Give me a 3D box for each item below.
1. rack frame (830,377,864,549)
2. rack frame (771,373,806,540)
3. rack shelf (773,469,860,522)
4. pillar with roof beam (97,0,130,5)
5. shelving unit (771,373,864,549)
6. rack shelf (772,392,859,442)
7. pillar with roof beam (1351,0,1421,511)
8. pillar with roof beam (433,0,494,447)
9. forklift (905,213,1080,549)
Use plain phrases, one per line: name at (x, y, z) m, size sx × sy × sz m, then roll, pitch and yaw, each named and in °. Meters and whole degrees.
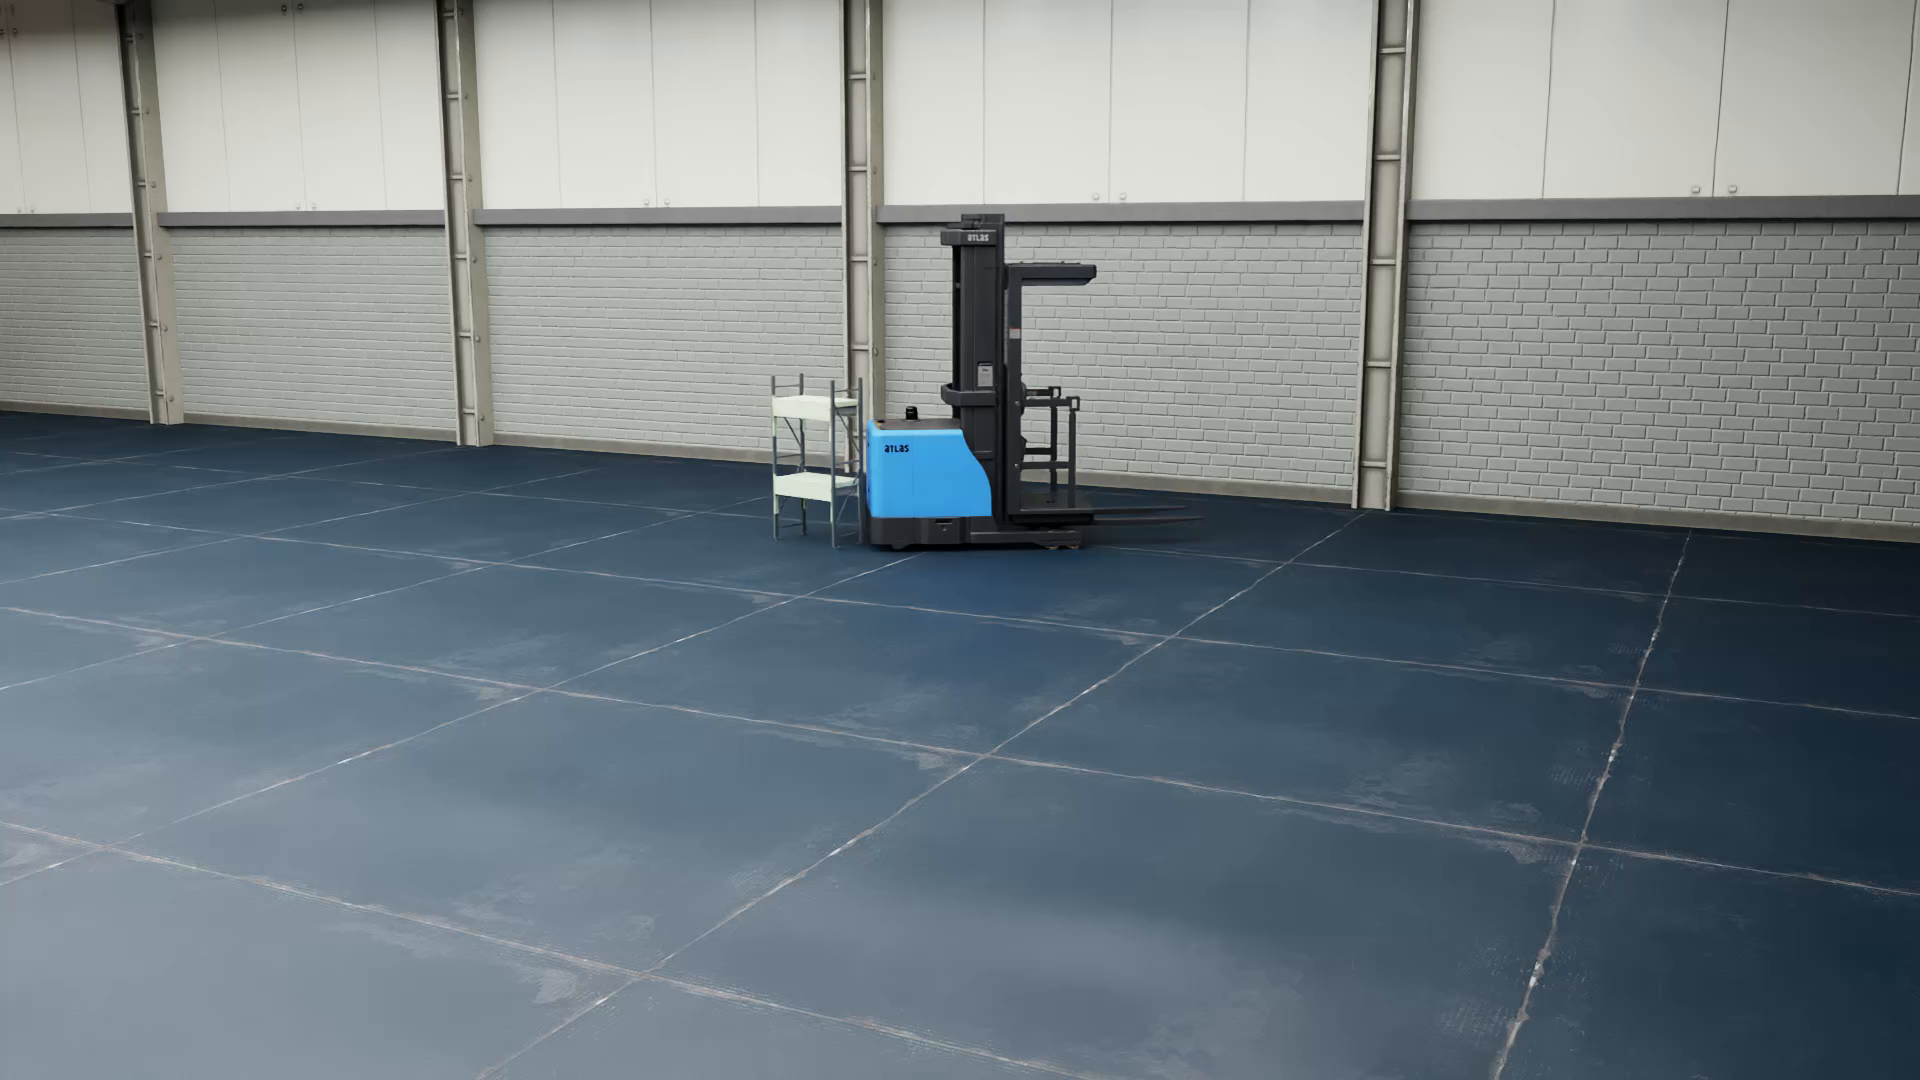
rack frame at (-1.005, -0.687, 14.833) m, size 0.023 × 1.500 × 0.400 m, roll 8°, pitch 13°, yaw 38°
rack frame at (-1.574, -0.769, 15.286) m, size 0.023 × 1.500 × 0.400 m, roll 8°, pitch 13°, yaw 38°
rack shelf at (-1.289, -0.407, 15.117) m, size 0.720 × 0.370 × 0.431 m, roll 8°, pitch 13°, yaw 38°
pillar with roof beam at (-13.871, -8.424, 19.645) m, size 0.548 × 2.987 × 8.718 m, roll 5°, pitch 11°, yaw 26°
shelving unit at (-1.289, -0.728, 15.059) m, size 0.755 × 1.500 × 0.431 m, roll 8°, pitch 13°, yaw 38°
rack shelf at (-1.289, -1.112, 14.990) m, size 0.720 × 0.370 × 0.431 m, roll 8°, pitch 13°, yaw 38°
pillar with roof beam at (2.356, -4.077, 12.512) m, size 0.400 × 9.000 × 9.100 m, roll 5°, pitch 11°, yaw 26°
pillar with roof beam at (-8.406, -5.023, 17.736) m, size 0.400 × 9.000 × 9.100 m, roll 5°, pitch 11°, yaw 26°
forklift at (0.674, -1.449, 15.024) m, size 3.031 × 2.935 × 1.121 m, roll -1°, pitch 10°, yaw -6°
